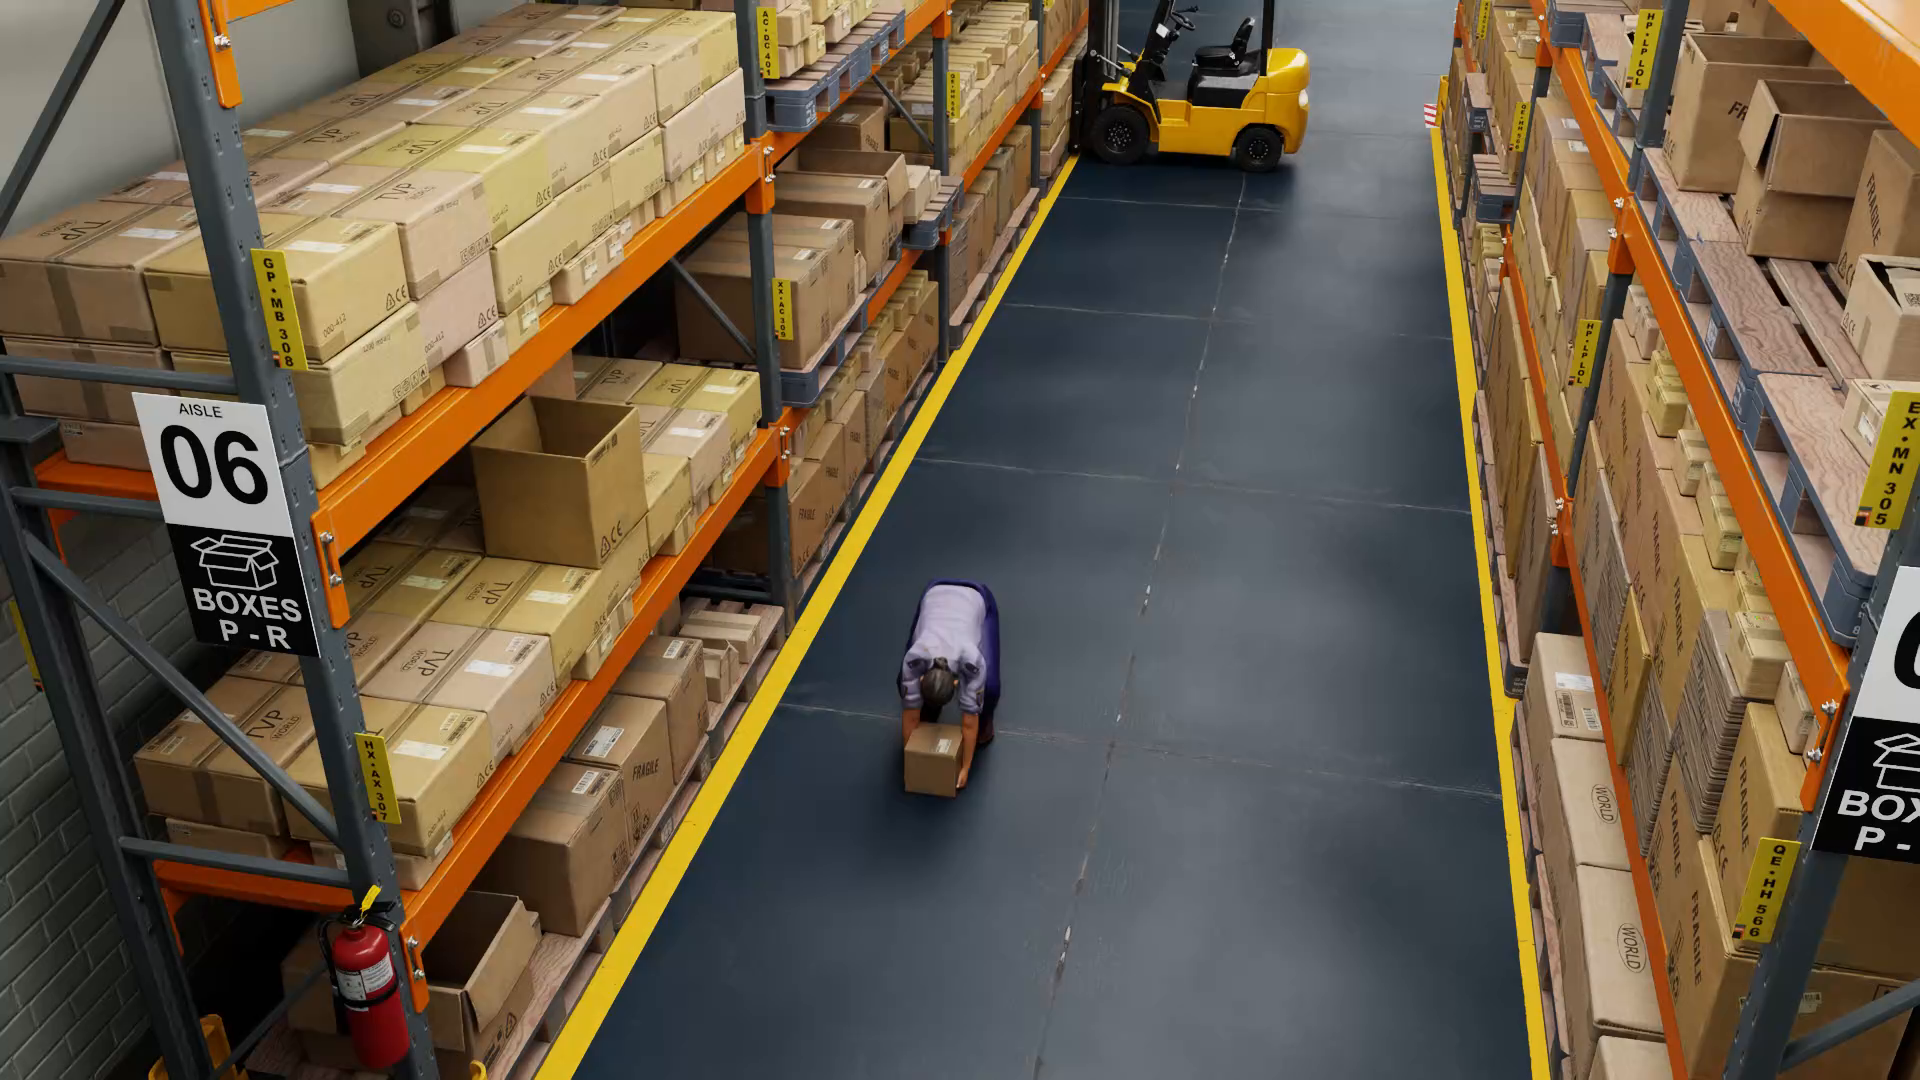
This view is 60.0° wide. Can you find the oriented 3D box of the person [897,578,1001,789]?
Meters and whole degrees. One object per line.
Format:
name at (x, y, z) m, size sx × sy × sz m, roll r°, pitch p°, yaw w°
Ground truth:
person at (-0.053, 0.694, 8.261) m, size 0.522 × 0.807 × 0.903 m, roll 5°, pitch 29°, yaw 9°
